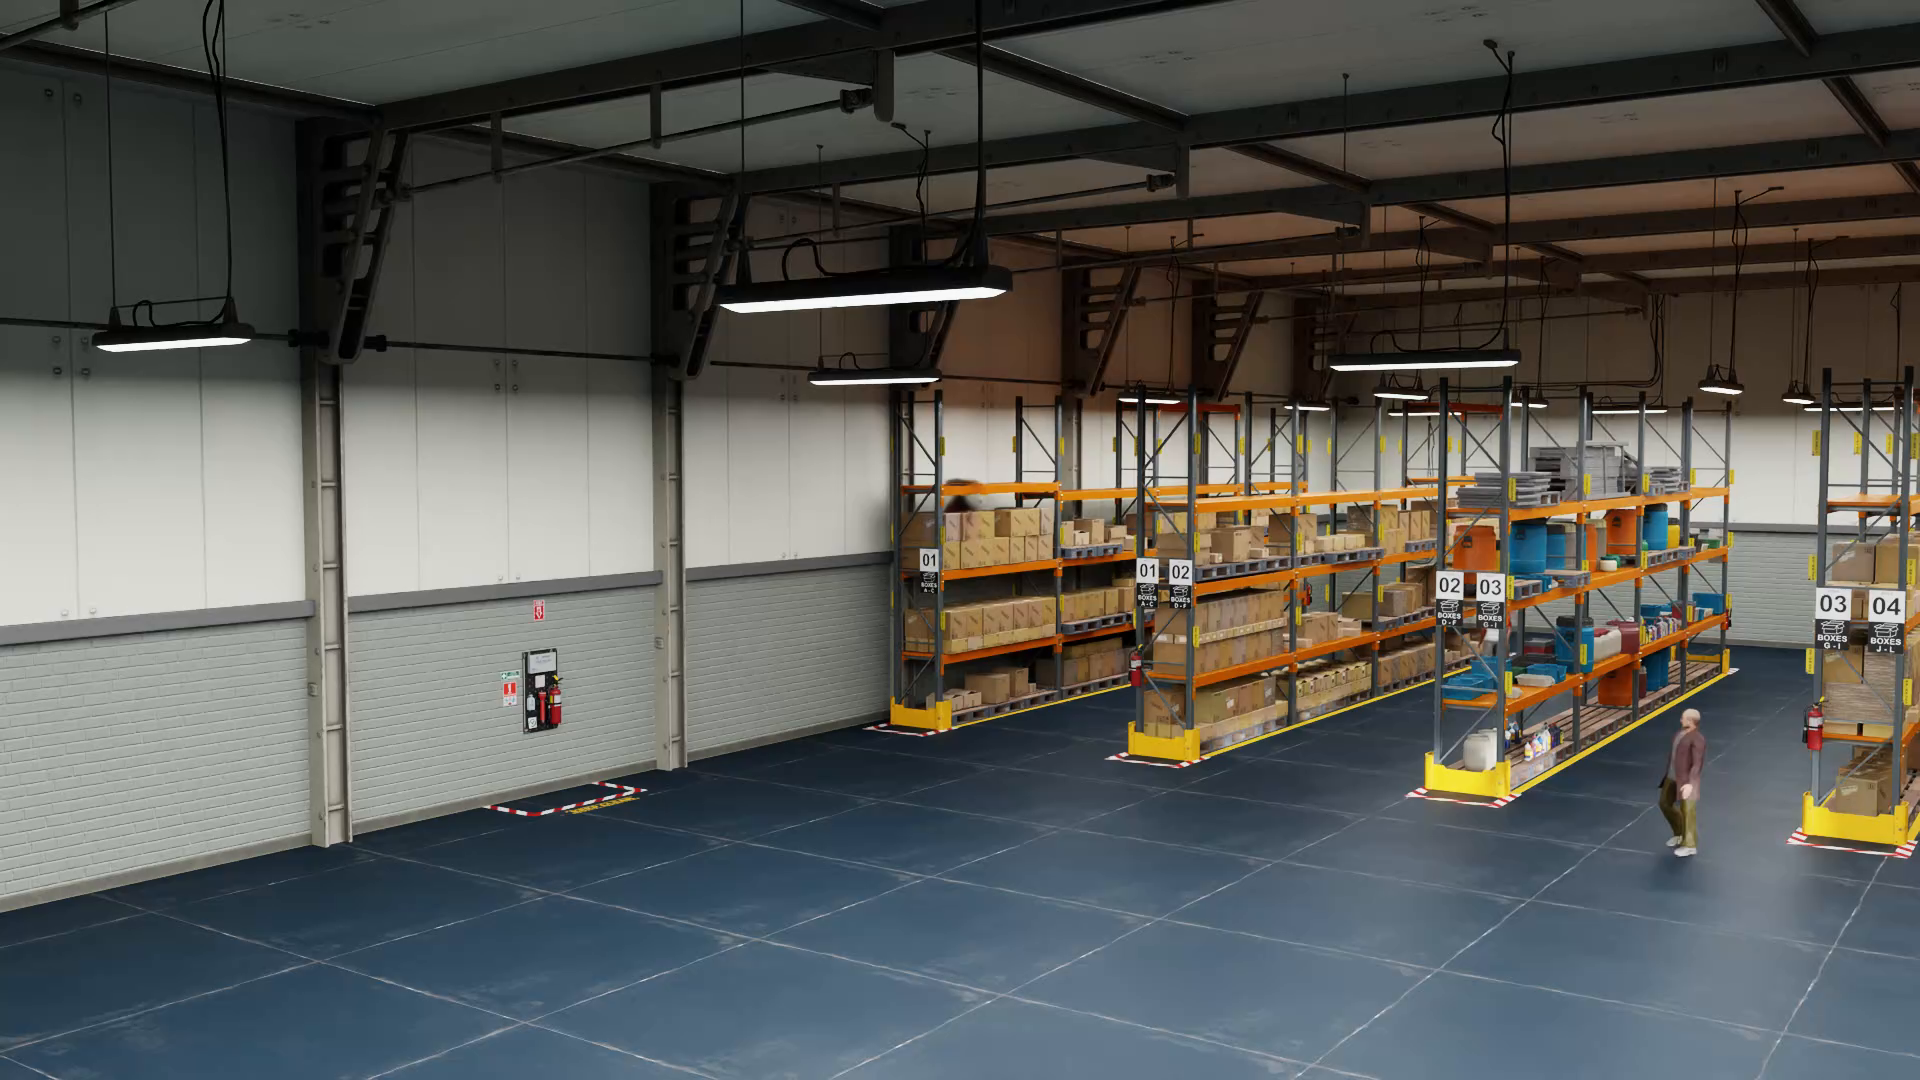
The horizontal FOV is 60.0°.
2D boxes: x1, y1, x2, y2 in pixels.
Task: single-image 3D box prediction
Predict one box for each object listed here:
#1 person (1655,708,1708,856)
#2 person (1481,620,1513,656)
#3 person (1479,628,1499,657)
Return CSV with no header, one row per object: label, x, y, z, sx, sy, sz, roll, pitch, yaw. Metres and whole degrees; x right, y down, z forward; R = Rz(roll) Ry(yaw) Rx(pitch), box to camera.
person,8.877,2.972,20.494,0.478,1.836,0.730,-2,4,-30
person,11.488,2.176,35.561,0.675,1.660,0.799,2,4,33
person,11.257,2.149,35.182,0.605,1.765,0.436,-1,4,-24
